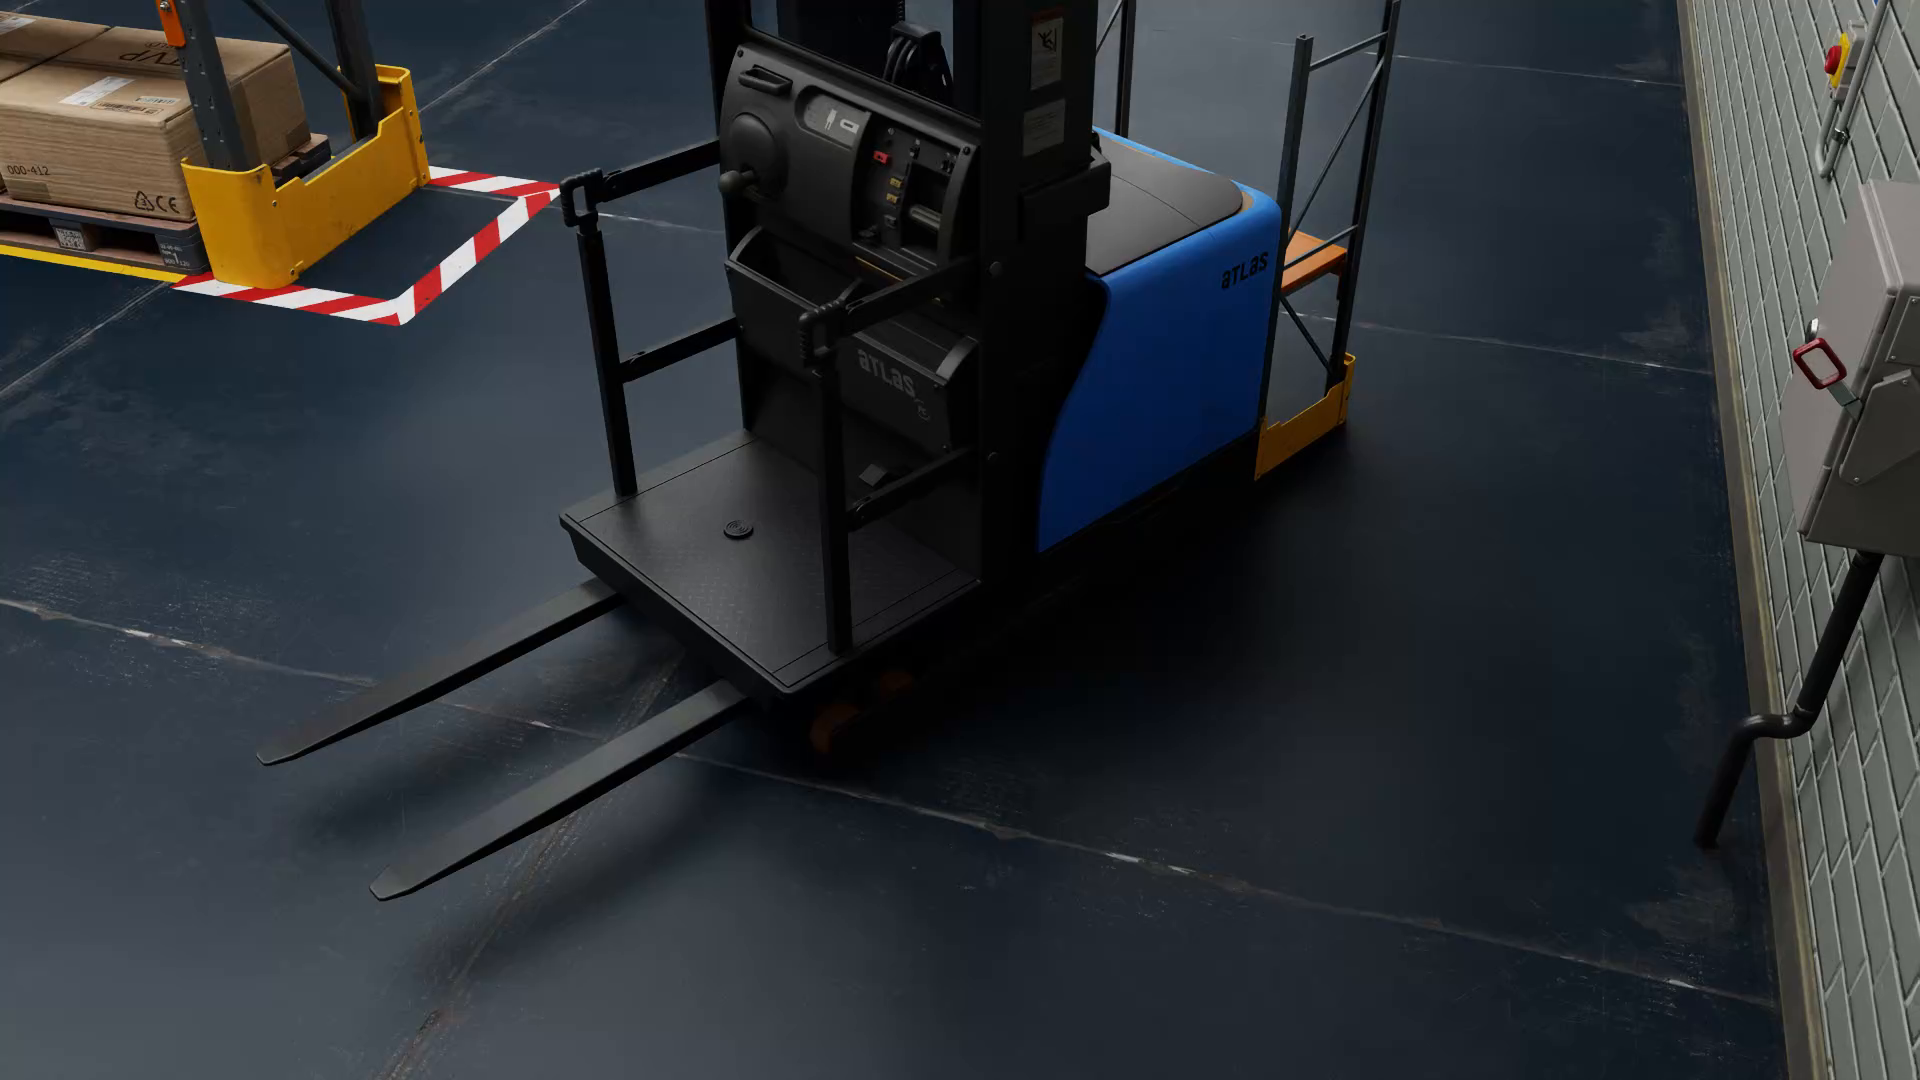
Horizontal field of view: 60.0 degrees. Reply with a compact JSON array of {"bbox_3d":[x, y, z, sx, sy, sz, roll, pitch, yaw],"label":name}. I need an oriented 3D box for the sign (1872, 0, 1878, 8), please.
[{"bbox_3d":[2.715,-1.713,4.897,0.001,0.218,0.327,10,38,14],"label":"sign"}]

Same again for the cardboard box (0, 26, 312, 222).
[{"bbox_3d":[-3.406,-1.768,7.008,0.875,0.438,0.875,9,37,12],"label":"cardboard box"}]

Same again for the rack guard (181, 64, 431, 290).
[{"bbox_3d":[-2.724,-1.560,7.026,0.348,0.500,1.175,10,38,14],"label":"rack guard"}]

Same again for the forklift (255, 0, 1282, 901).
[{"bbox_3d":[-0.456,-0.928,4.117,3.031,2.935,1.130,-29,45,-33],"label":"forklift"}]

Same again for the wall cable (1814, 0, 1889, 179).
[{"bbox_3d":[2.643,-2.009,4.645,0.123,1.953,0.585,10,38,14],"label":"wall cable"}]

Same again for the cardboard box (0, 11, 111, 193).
[{"bbox_3d":[-4.282,-1.925,7.221,0.875,0.438,0.875,11,38,15],"label":"cardboard box"}]

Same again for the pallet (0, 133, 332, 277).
[{"bbox_3d":[-3.533,-1.545,7.250,1.213,0.211,1.003,10,38,14],"label":"pallet"}]

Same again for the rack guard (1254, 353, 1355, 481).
[{"bbox_3d":[1.144,-0.425,5.695,0.087,0.250,0.587,30,46,35],"label":"rack guard"}]

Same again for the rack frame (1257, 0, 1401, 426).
[{"bbox_3d":[1.145,-0.928,5.324,0.032,1.500,0.500,30,46,35],"label":"rack frame"}]

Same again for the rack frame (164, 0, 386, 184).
[{"bbox_3d":[-2.747,-2.571,6.291,0.127,3.000,1.000,10,38,14],"label":"rack frame"}]

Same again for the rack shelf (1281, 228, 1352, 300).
[{"bbox_3d":[0.784,-0.995,5.719,1.000,0.185,0.538,30,46,35],"label":"rack shelf"}]

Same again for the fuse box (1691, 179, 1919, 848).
[{"bbox_3d":[1.877,0.094,3.757,0.414,1.711,0.539,10,38,14],"label":"fuse box"}]

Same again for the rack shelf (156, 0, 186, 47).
[{"bbox_3d":[-4.656,-2.635,6.985,4.000,0.370,1.077,10,38,14],"label":"rack shelf"}]

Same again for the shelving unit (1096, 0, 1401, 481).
[{"bbox_3d":[0.790,-1.137,5.607,1.083,1.500,0.587,30,46,35],"label":"shelving unit"}]

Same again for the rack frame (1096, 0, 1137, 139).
[{"bbox_3d":[0.423,-1.352,5.900,0.032,1.500,0.500,30,46,35],"label":"rack frame"}]
